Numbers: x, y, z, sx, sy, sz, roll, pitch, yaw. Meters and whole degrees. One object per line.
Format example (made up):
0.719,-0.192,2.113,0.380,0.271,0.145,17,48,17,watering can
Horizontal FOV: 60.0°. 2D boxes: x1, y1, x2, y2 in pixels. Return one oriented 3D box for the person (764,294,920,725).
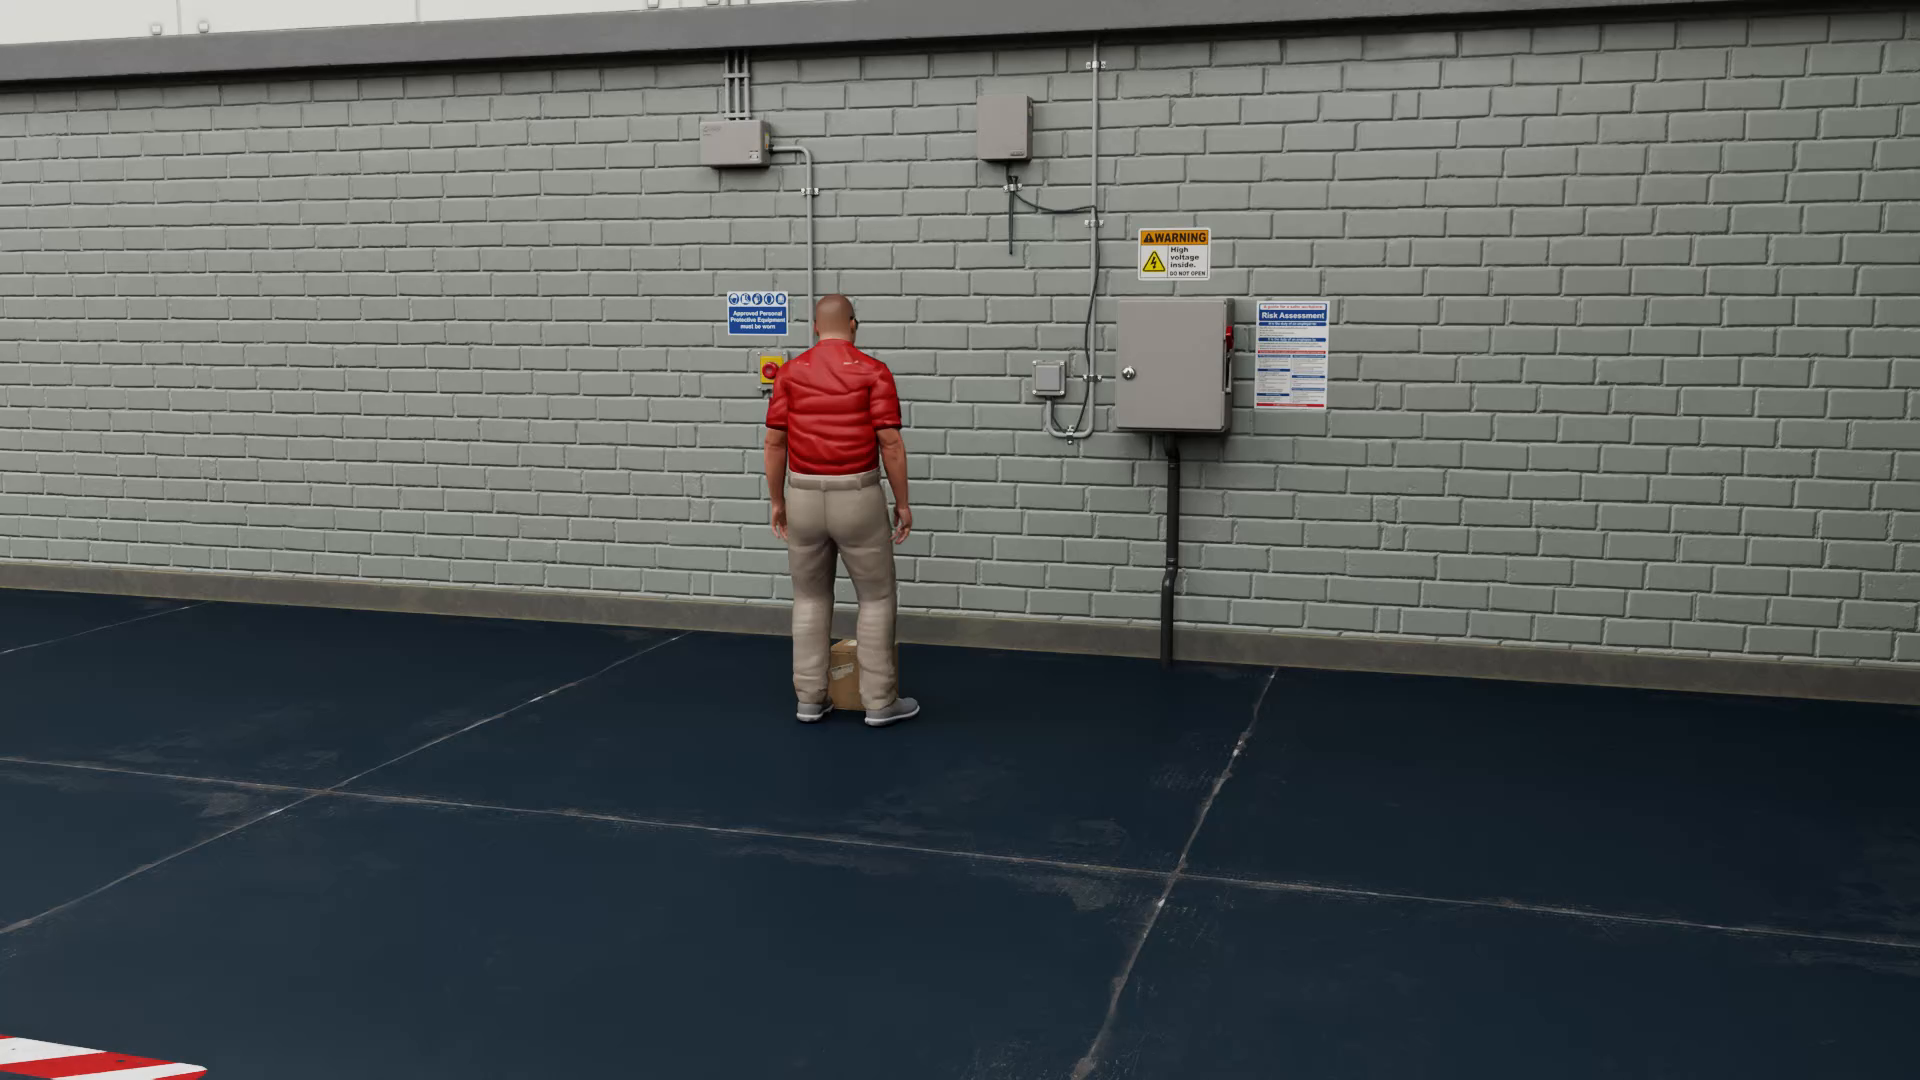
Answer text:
-0.489,-0.078,6.729,0.601,1.638,0.384,2,9,14,person
